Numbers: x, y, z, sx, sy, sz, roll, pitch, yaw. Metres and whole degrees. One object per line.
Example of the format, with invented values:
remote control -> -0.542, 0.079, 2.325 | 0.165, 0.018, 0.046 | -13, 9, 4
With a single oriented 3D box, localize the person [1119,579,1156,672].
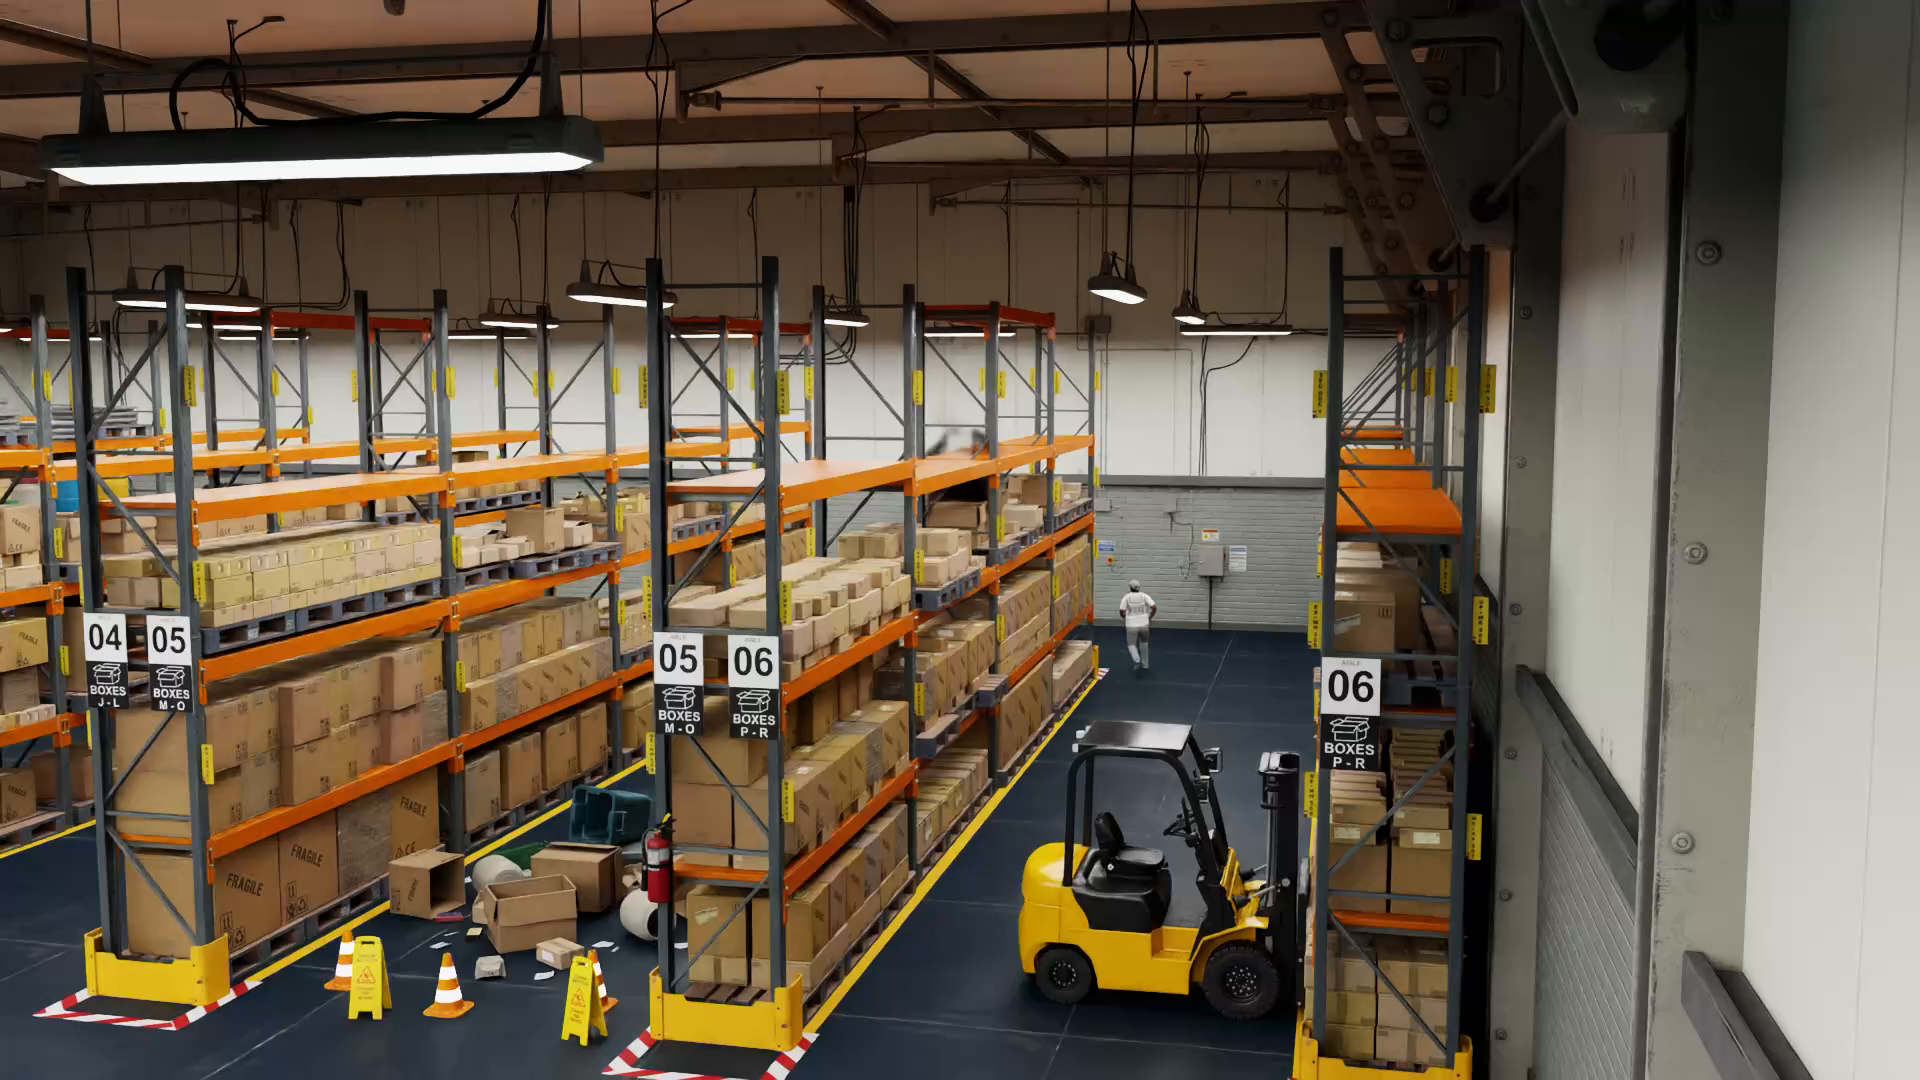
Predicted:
person -> 3.048, 1.481, 28.676 | 0.643, 1.625, 0.771 | 0, 6, -4
